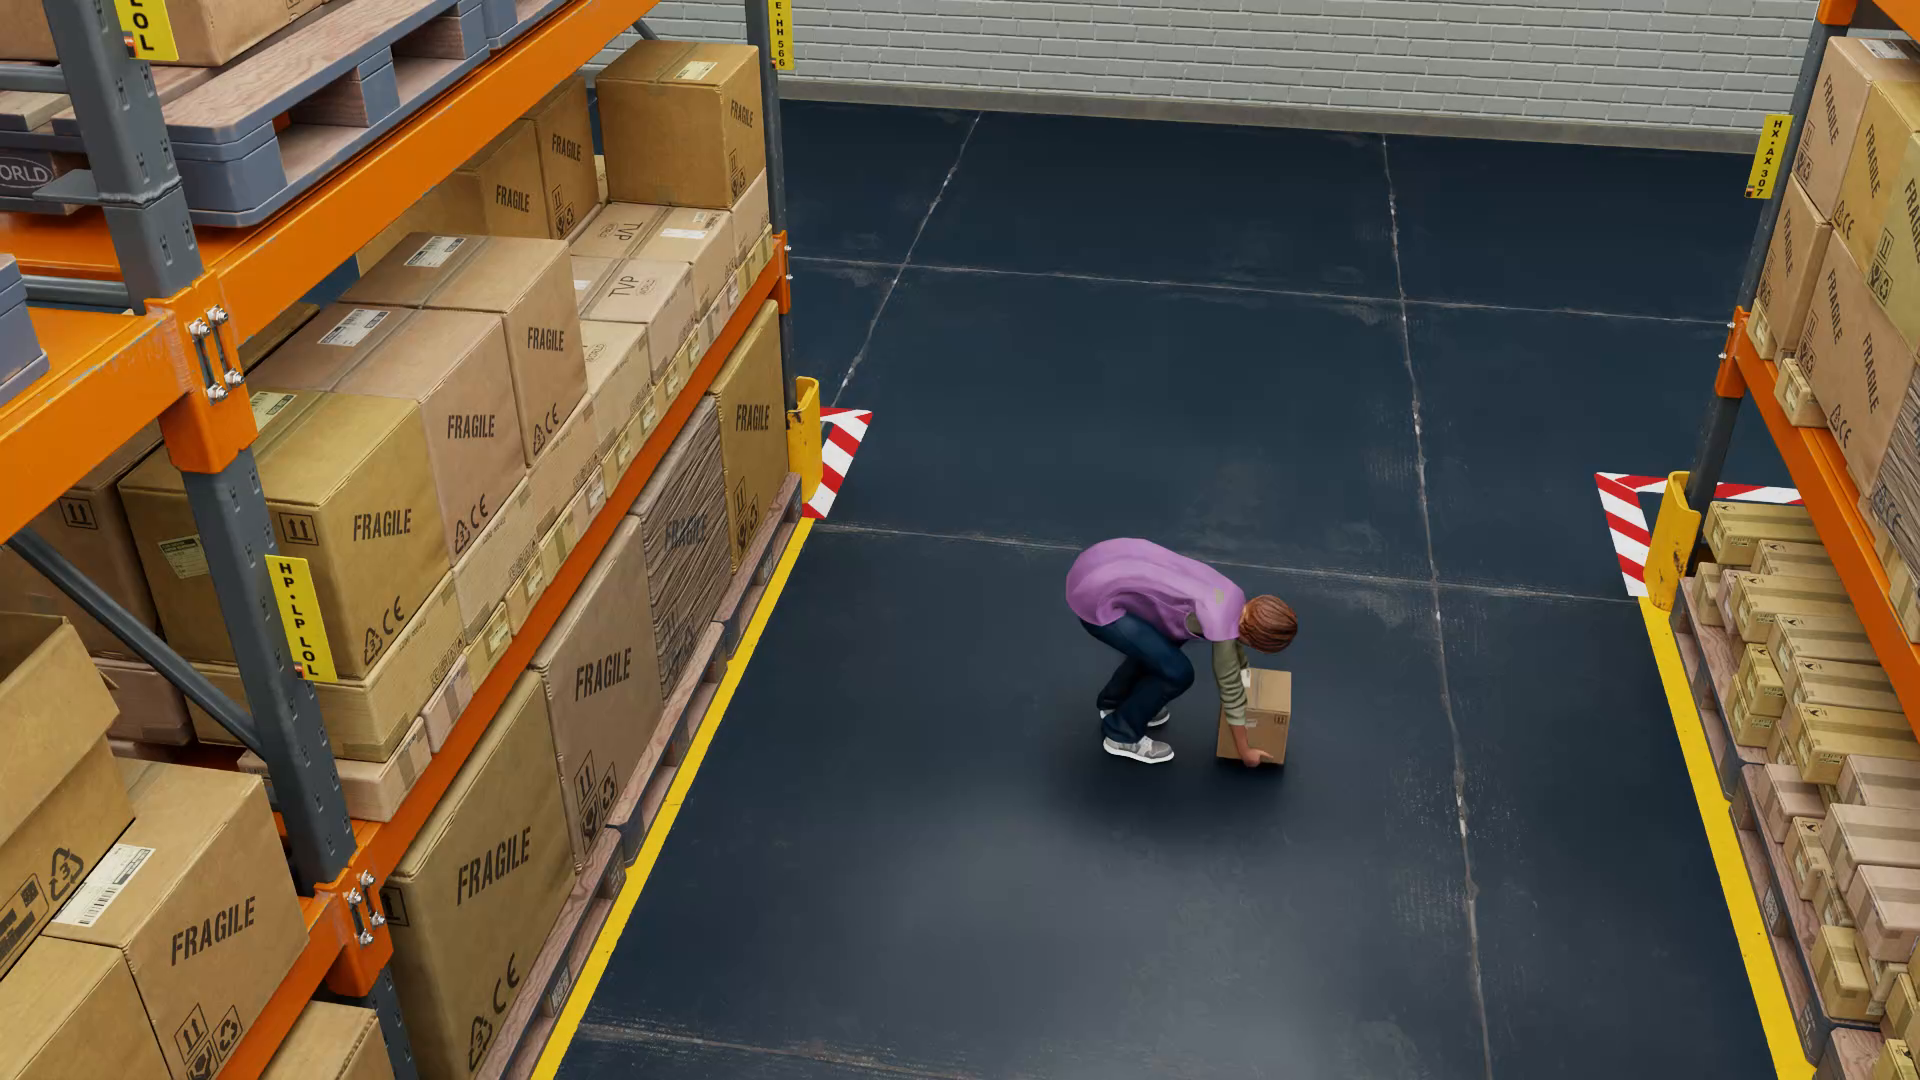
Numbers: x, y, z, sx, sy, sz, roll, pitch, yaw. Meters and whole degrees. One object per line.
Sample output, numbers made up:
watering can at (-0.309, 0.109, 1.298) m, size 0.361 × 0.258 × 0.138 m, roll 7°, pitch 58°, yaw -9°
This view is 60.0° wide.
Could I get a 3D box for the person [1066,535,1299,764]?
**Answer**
person at (0.811, 0.402, 6.179) m, size 0.854 × 0.886 × 0.419 m, roll 4°, pitch 33°, yaw 6°
